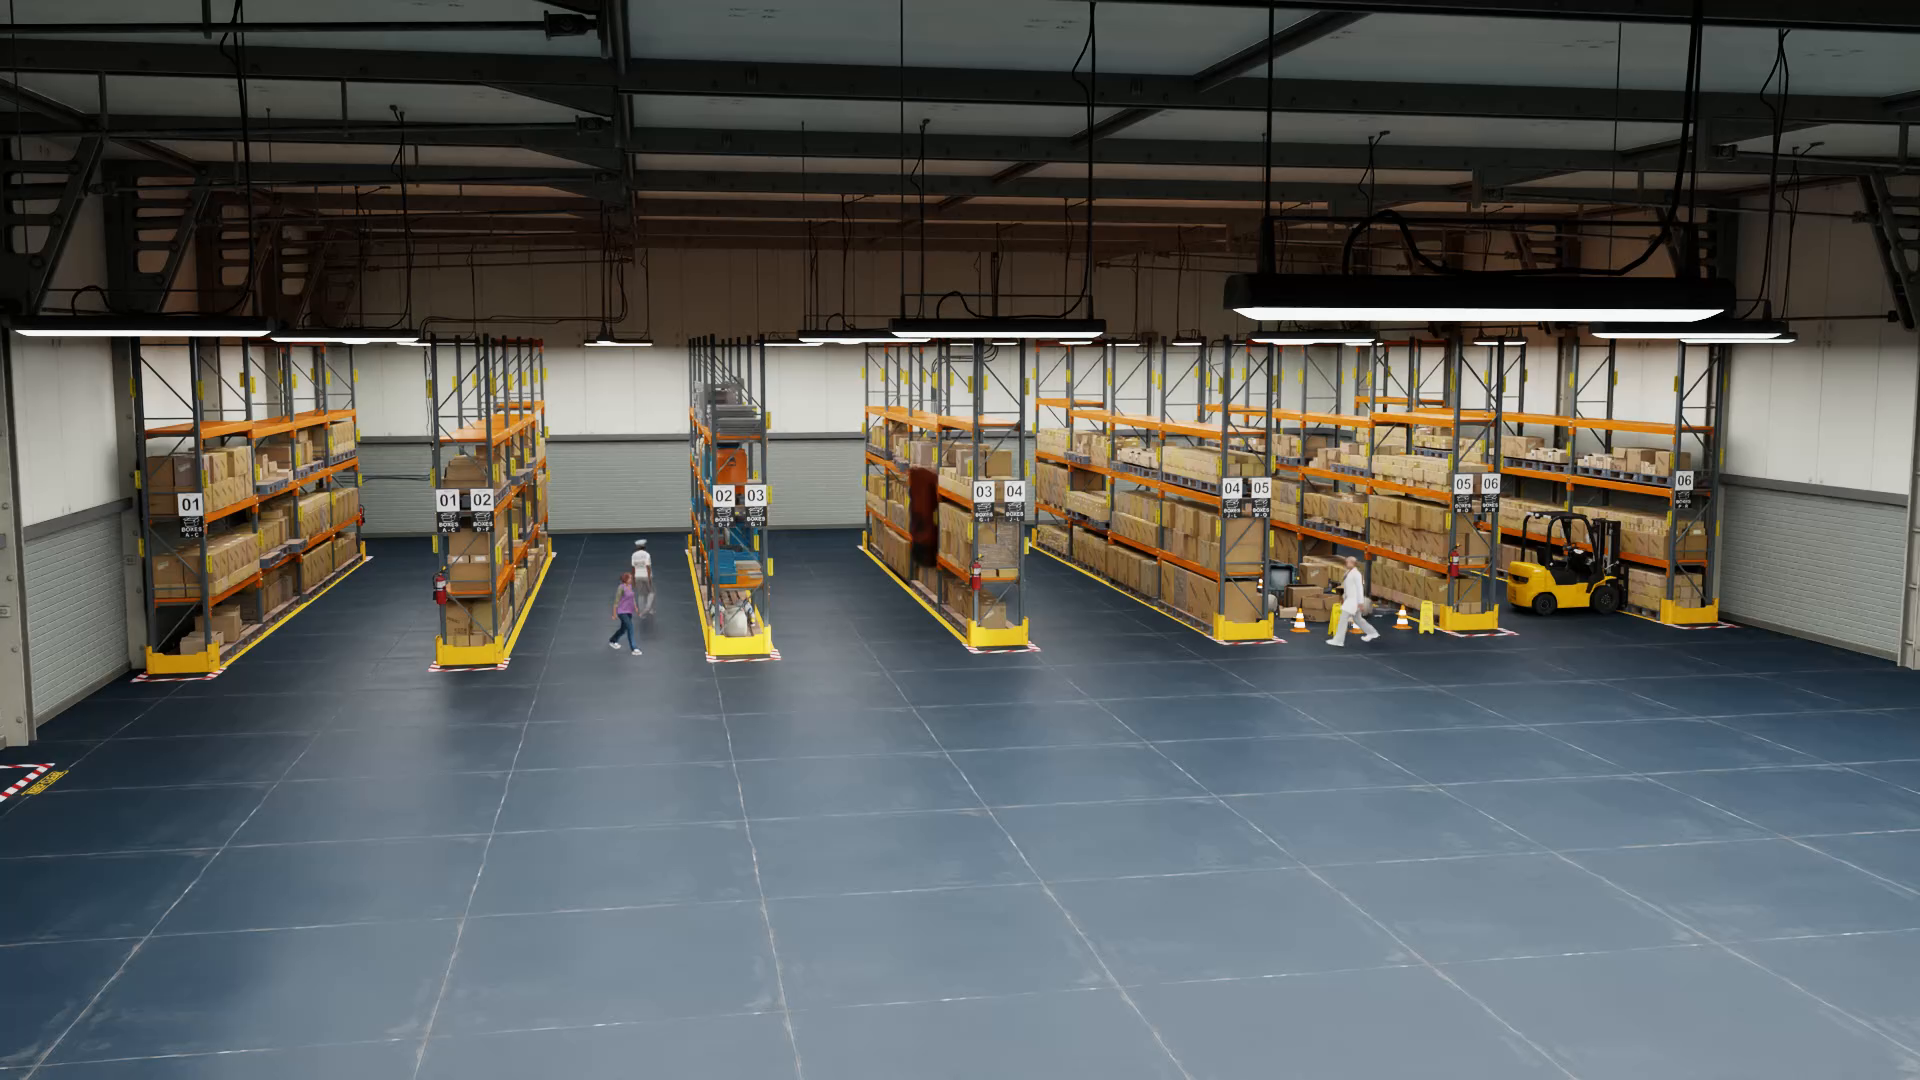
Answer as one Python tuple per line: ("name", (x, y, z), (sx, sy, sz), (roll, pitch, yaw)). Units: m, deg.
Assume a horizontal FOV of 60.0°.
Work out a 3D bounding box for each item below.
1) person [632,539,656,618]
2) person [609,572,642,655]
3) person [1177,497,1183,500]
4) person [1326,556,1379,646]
("person", (-6.746, 0.831, 35.453), (0.506, 1.667, 0.489), (0, 7, -2))
("person", (-6.295, 1.358, 31.283), (0.963, 1.542, 0.500), (4, 8, 34))
("person", (6.126, -0.377, 46.211), (0.426, 1.632, 0.536), (5, 8, 37))
("person", (7.616, 1.176, 32.147), (1.144, 1.732, 0.582), (-1, 7, -9))
